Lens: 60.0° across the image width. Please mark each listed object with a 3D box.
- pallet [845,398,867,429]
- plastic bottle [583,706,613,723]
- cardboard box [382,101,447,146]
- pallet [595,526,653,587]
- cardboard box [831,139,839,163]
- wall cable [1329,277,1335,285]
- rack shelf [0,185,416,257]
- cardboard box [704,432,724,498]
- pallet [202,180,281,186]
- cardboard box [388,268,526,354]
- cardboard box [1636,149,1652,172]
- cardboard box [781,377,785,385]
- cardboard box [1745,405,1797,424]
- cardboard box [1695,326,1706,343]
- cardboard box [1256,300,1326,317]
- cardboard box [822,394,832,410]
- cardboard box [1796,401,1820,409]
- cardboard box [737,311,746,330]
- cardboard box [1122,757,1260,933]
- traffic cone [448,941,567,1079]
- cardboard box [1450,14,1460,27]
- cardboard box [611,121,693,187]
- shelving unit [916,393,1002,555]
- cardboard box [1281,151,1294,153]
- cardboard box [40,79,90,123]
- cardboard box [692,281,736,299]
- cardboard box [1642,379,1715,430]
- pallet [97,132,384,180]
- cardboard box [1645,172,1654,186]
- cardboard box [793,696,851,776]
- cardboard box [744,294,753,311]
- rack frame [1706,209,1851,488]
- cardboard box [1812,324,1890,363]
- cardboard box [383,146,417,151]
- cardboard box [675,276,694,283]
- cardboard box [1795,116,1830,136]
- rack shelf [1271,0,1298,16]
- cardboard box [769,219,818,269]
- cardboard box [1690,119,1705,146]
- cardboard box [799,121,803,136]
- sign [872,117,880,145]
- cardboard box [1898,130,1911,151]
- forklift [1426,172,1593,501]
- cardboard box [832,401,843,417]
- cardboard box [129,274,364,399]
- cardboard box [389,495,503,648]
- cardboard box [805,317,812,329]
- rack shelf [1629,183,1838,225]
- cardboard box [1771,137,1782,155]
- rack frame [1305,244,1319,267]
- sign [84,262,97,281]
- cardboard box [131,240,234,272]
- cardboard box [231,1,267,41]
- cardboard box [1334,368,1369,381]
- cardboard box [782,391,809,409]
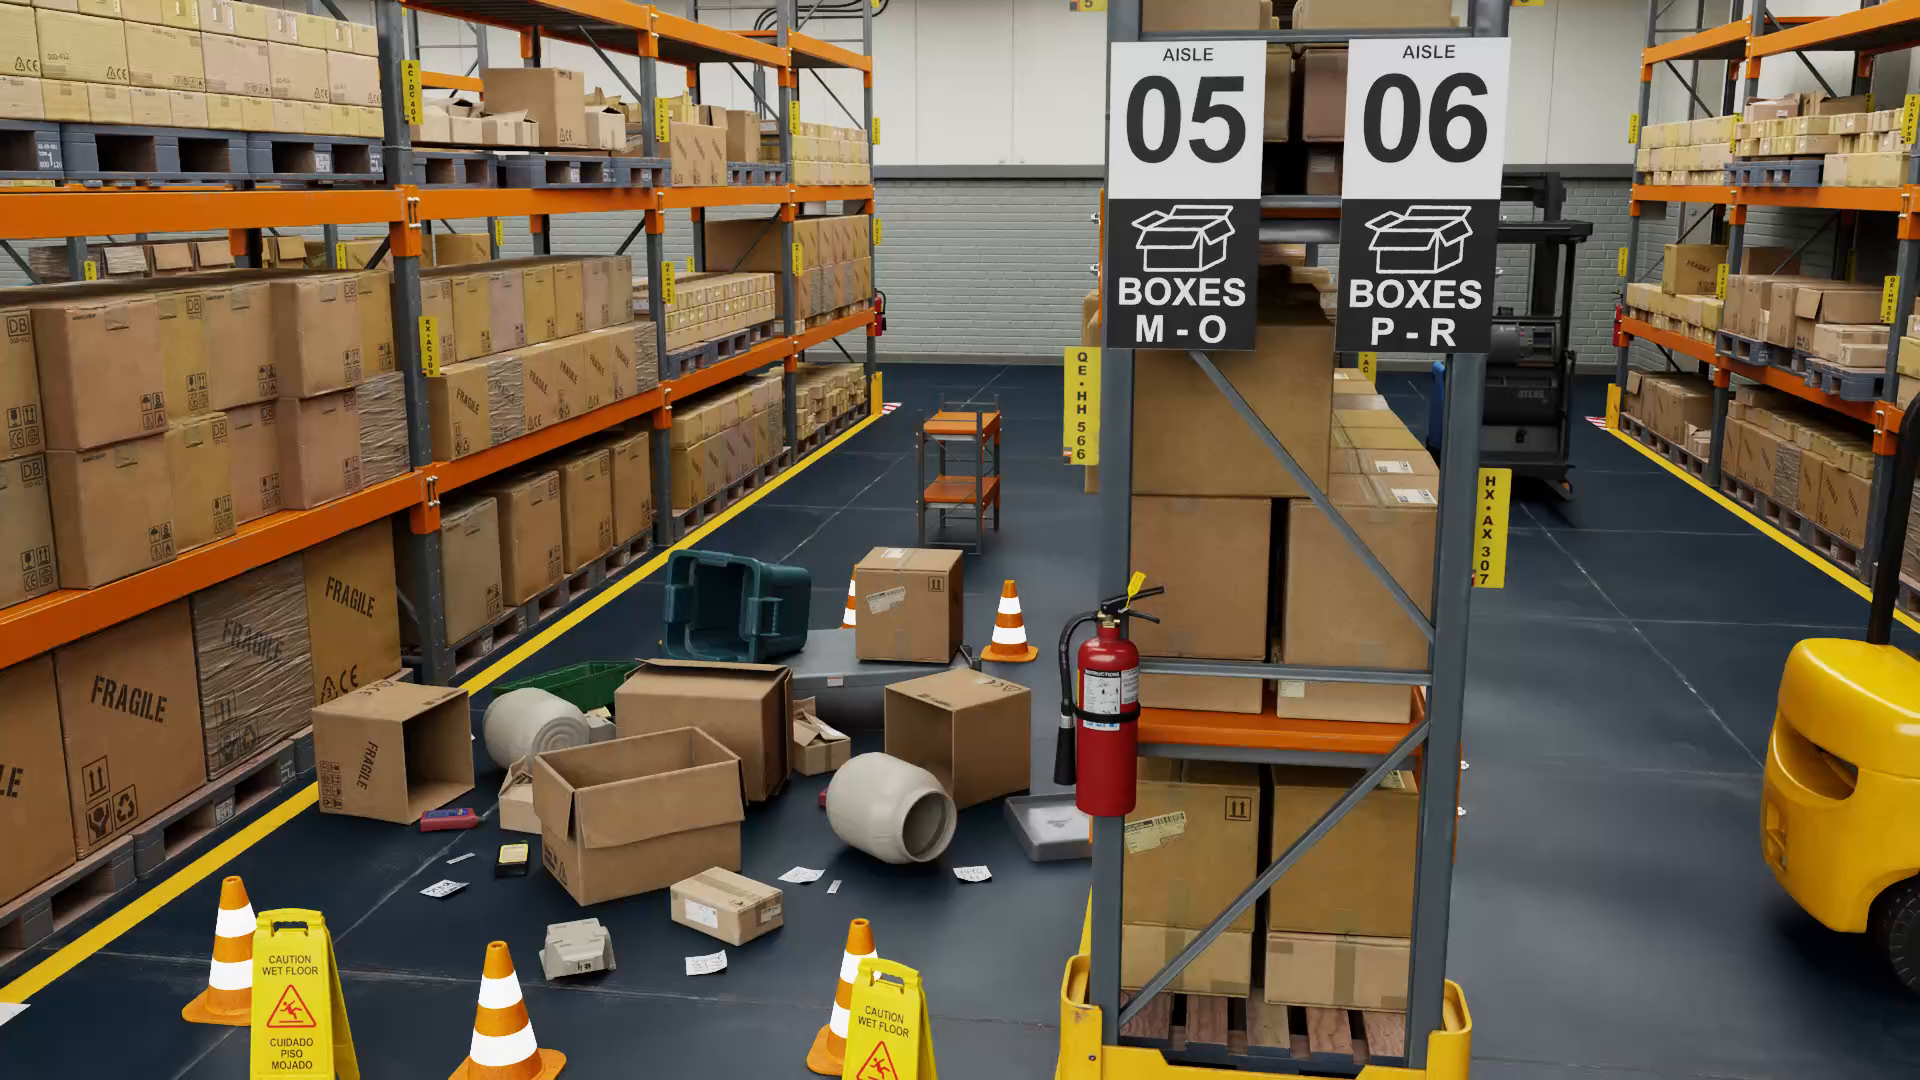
[{"bbox_3d":[-1.736,-1.549,20.180,1.003,0.211,1.213,2,12,9],"label":"pallet"},{"bbox_3d":[-1.961,0.945,8.963,0.133,0.061,0.283,-5,13,-21],"label":"plastic bottle"},{"bbox_3d":[-3.437,-2.509,10.018,0.500,0.250,0.500,2,12,8],"label":"cardboard box"},{"bbox_3d":[-2.990,0.094,12.555,1.003,0.211,1.213,2,12,9],"label":"pallet"},{"bbox_3d":[-1.631,-4.311,18.428,0.500,0.250,0.500,1,12,6],"label":"cardboard box"},{"bbox_3d":[5.590,-4.584,25.233,0.588,1.984,0.122,2,12,9],"label":"wall cable"},{"bbox_3d":[-3.717,-1.296,6.975,1.077,0.370,4.000,2,12,9],"label":"rack shelf"},{"bbox_3d":[-2.360,-0.658,14.361,0.500,0.500,0.500,2,12,9],"label":"cardboard box"},{"bbox_3d":[-7.157,-3.625,16.529,0.805,0.209,1.217,1,12,6],"label":"pallet"},{"bbox_3d":[-3.184,-1.451,10.497,0.700,0.500,0.500,2,12,9],"label":"cardboard box"},{"bbox_3d":[7.910,-4.251,18.630,0.500,0.250,0.500,2,12,8],"label":"cardboard box"},{"bbox_3d":[-2.107,-1.770,18.946,0.380,0.149,0.250,2,12,9],"label":"cardboard box"},{"bbox_3d":[7.348,-1.138,15.051,0.380,0.149,0.250,2,12,7],"label":"cardboard box"},{"bbox_3d":[7.467,-2.025,16.368,0.380,0.149,0.250,2,12,10],"label":"cardboard box"},{"bbox_3d":[0.830,-0.527,5.504,0.700,0.500,0.500,2,12,9],"label":"cardboard box"},{"bbox_3d":[-1.644,-1.556,18.657,0.380,0.149,0.250,2,12,8],"label":"cardboard box"},{"bbox_3d":[7.861,-1.178,15.238,0.380,0.149,0.250,1,12,6],"label":"cardboard box"},{"bbox_3d":[-2.200,-2.040,15.441,0.380,0.149,0.250,1,12,6],"label":"cardboard box"},{"bbox_3d":[0.747,0.971,5.617,0.500,0.500,0.500,2,12,9],"label":"cardboard box"},{"bbox_3d":[-1.476,1.518,5.352,0.336,0.463,0.334,2,12,9],"label":"traffic cone"},{"bbox_3d":[1.373,-1.579,5.286,0.380,0.149,0.250,2,12,8],"label":"cardboard box"},{"bbox_3d":[-2.444,-3.056,13.196,0.500,0.500,0.500,2,12,9],"label":"cardboard box"},{"bbox_3d":[0.001,-0.551,13.381,0.538,1.125,1.048,2,12,9],"label":"shelving unit"},{"bbox_3d":[1.463,-1.579,6.231,0.500,0.250,0.500,2,12,10],"label":"cardboard box"},{"bbox_3d":[-3.500,-1.634,6.198,0.380,0.149,0.250,2,12,9],"label":"cardboard box"},{"bbox_3d":[-2.249,-2.275,15.119,0.380,0.149,0.250,1,12,6],"label":"cardboard box"},{"bbox_3d":[7.890,-1.479,18.172,0.700,0.500,0.500,2,12,11],"label":"cardboard box"},{"bbox_3d":[-3.546,-1.851,8.052,1.003,0.211,1.213,2,12,9],"label":"pallet"},{"bbox_3d":[7.969,-4.081,18.787,0.380,0.149,0.250,2,12,10],"label":"cardboard box"},{"bbox_3d":[-0.749,0.978,8.325,0.258,0.266,0.396,-7,14,-30],"label":"cardboard box"},{"bbox_3d":[-2.163,-2.238,15.653,0.380,0.149,0.250,1,12,7],"label":"cardboard box"},{"bbox_3d":[7.633,-1.964,15.486,1.000,3.000,0.127,2,12,9],"label":"rack frame"},{"bbox_3d":[6.860,-1.493,12.661,0.500,0.250,0.500,1,12,6],"label":"cardboard box"},{"bbox_3d":[-6.696,-4.595,19.104,0.700,0.500,0.500,2,12,11],"label":"cardboard box"},{"bbox_3d":[-2.773,-2.458,15.966,0.380,0.149,0.250,2,12,9],"label":"cardboard box"},{"bbox_3d":[6.975,-3.336,13.391,0.380,0.149,0.250,2,12,9],"label":"cardboard box"},{"bbox_3d":[1.805,-3.260,9.919,1.077,0.370,4.000,2,12,9],"label":"rack shelf"},{"bbox_3d":[-1.804,-3.141,17.630,0.500,0.500,0.500,2,12,7],"label":"cardboard box"},{"bbox_3d":[7.628,-4.071,16.605,0.500,0.250,0.500,2,12,10],"label":"cardboard box"},{"bbox_3d":[-1.820,-4.204,16.983,0.380,0.149,0.250,1,12,6],"label":"cardboard box"},{"bbox_3d":[-1.019,-4.973,20.227,0.100,0.325,0.005,2,12,9],"label":"sign"},{"bbox_3d":[6.834,-2.801,11.658,0.380,0.149,0.250,2,12,10],"label":"cardboard box"},{"bbox_3d":[5.068,-1.879,15.253,1.130,2.935,3.031,2,12,8],"label":"forklift"},{"bbox_3d":[-1.568,-1.519,19.192,0.380,0.149,0.250,2,12,10],"label":"cardboard box"},{"bbox_3d":[-3.470,-1.005,8.118,0.875,0.550,0.550,2,12,9],"label":"cardboard box"},{"bbox_3d":[-3.403,0.164,9.953,1.050,0.750,0.750,2,12,8],"label":"cardboard box"},{"bbox_3d":[-1.809,-2.358,17.913,0.380,0.149,0.250,1,12,6],"label":"cardboard box"},{"bbox_3d":[7.940,-3.495,17.177,1.077,0.370,4.000,2,12,9],"label":"rack shelf"},{"bbox_3d":[7.039,-3.299,13.925,0.380,0.149,0.250,2,12,8],"label":"cardboard box"},{"bbox_3d":[2.112,-1.291,12.365,1.000,3.000,0.127,2,12,9],"label":"rack frame"},{"bbox_3d":[-7.142,-2.124,13.668,0.100,0.325,0.005,2,12,9],"label":"sign"},{"bbox_3d":[-7.352,-2.579,15.720,0.797,0.503,0.637,2,12,10],"label":"cardboard box"},{"bbox_3d":[-3.306,-2.288,7.339,0.380,0.149,0.250,2,12,9],"label":"cardboard box"},{"bbox_3d":[1.675,-0.552,7.992,0.500,0.500,0.500,2,12,7],"label":"cardboard box"},{"bbox_3d":[-1.821,-1.486,17.627,0.380,0.149,0.250,3,12,11],"label":"cardboard box"}]
